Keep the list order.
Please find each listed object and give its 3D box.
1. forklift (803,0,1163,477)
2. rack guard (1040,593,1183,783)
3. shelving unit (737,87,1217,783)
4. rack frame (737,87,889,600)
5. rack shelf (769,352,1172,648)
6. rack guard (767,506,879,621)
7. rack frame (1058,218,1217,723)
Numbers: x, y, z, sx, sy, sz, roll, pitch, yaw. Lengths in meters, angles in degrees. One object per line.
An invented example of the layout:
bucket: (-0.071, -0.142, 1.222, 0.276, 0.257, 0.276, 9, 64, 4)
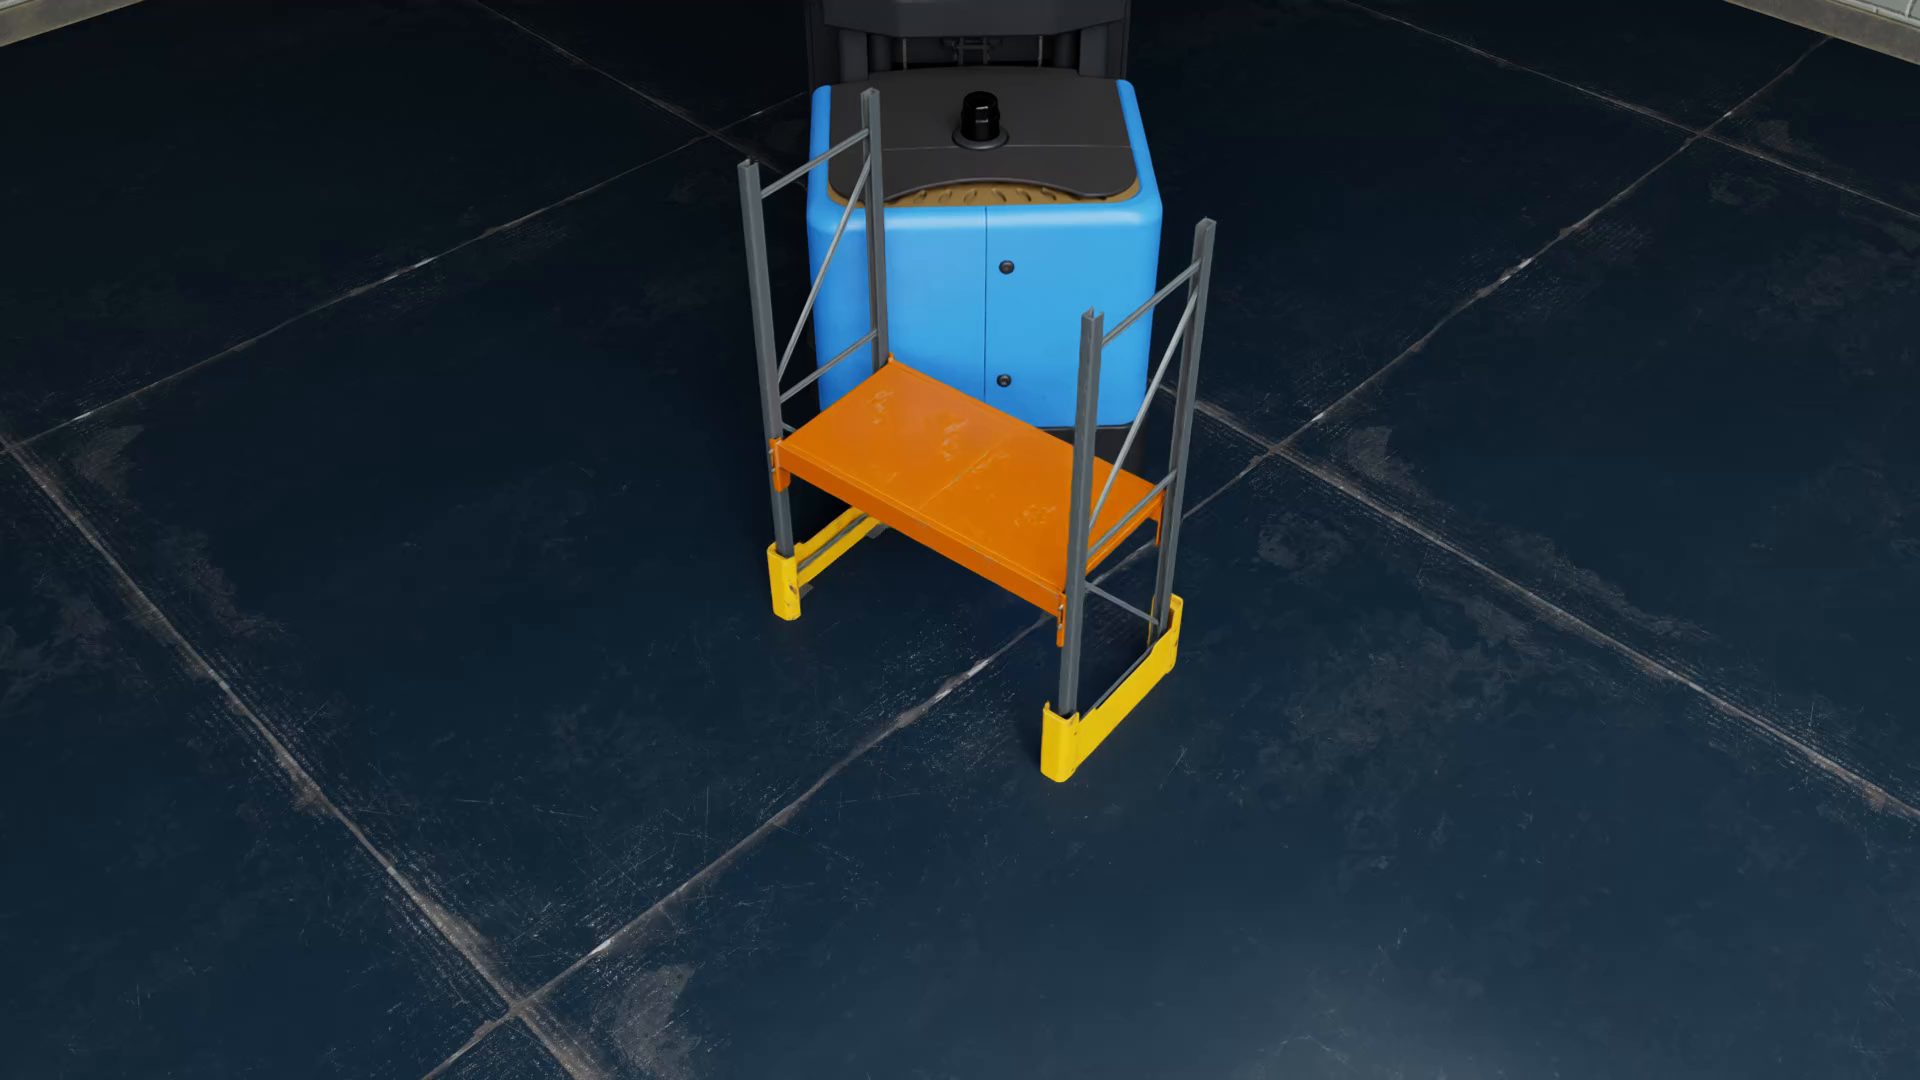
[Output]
forklift: (0.014, -2.212, 5.484, 1.130, 2.935, 3.031, -2, 43, -2)
rack guard: (0.425, 0.402, 4.631, 0.087, 0.250, 0.587, 28, 50, 27)
shelving unit: (0.034, -0.266, 4.433, 1.083, 1.500, 0.587, 28, 50, 27)
rack frame: (-0.373, -0.483, 4.668, 0.032, 1.500, 0.500, 28, 50, 27)
rack shelf: (0.026, -0.138, 4.559, 1.000, 0.185, 0.538, 28, 50, 27)
rack guard: (-0.358, -0.016, 5.083, 0.087, 0.250, 0.587, 28, 50, 27)
rack frame: (0.426, -0.057, 4.206, 0.032, 1.500, 0.500, 28, 50, 27)
